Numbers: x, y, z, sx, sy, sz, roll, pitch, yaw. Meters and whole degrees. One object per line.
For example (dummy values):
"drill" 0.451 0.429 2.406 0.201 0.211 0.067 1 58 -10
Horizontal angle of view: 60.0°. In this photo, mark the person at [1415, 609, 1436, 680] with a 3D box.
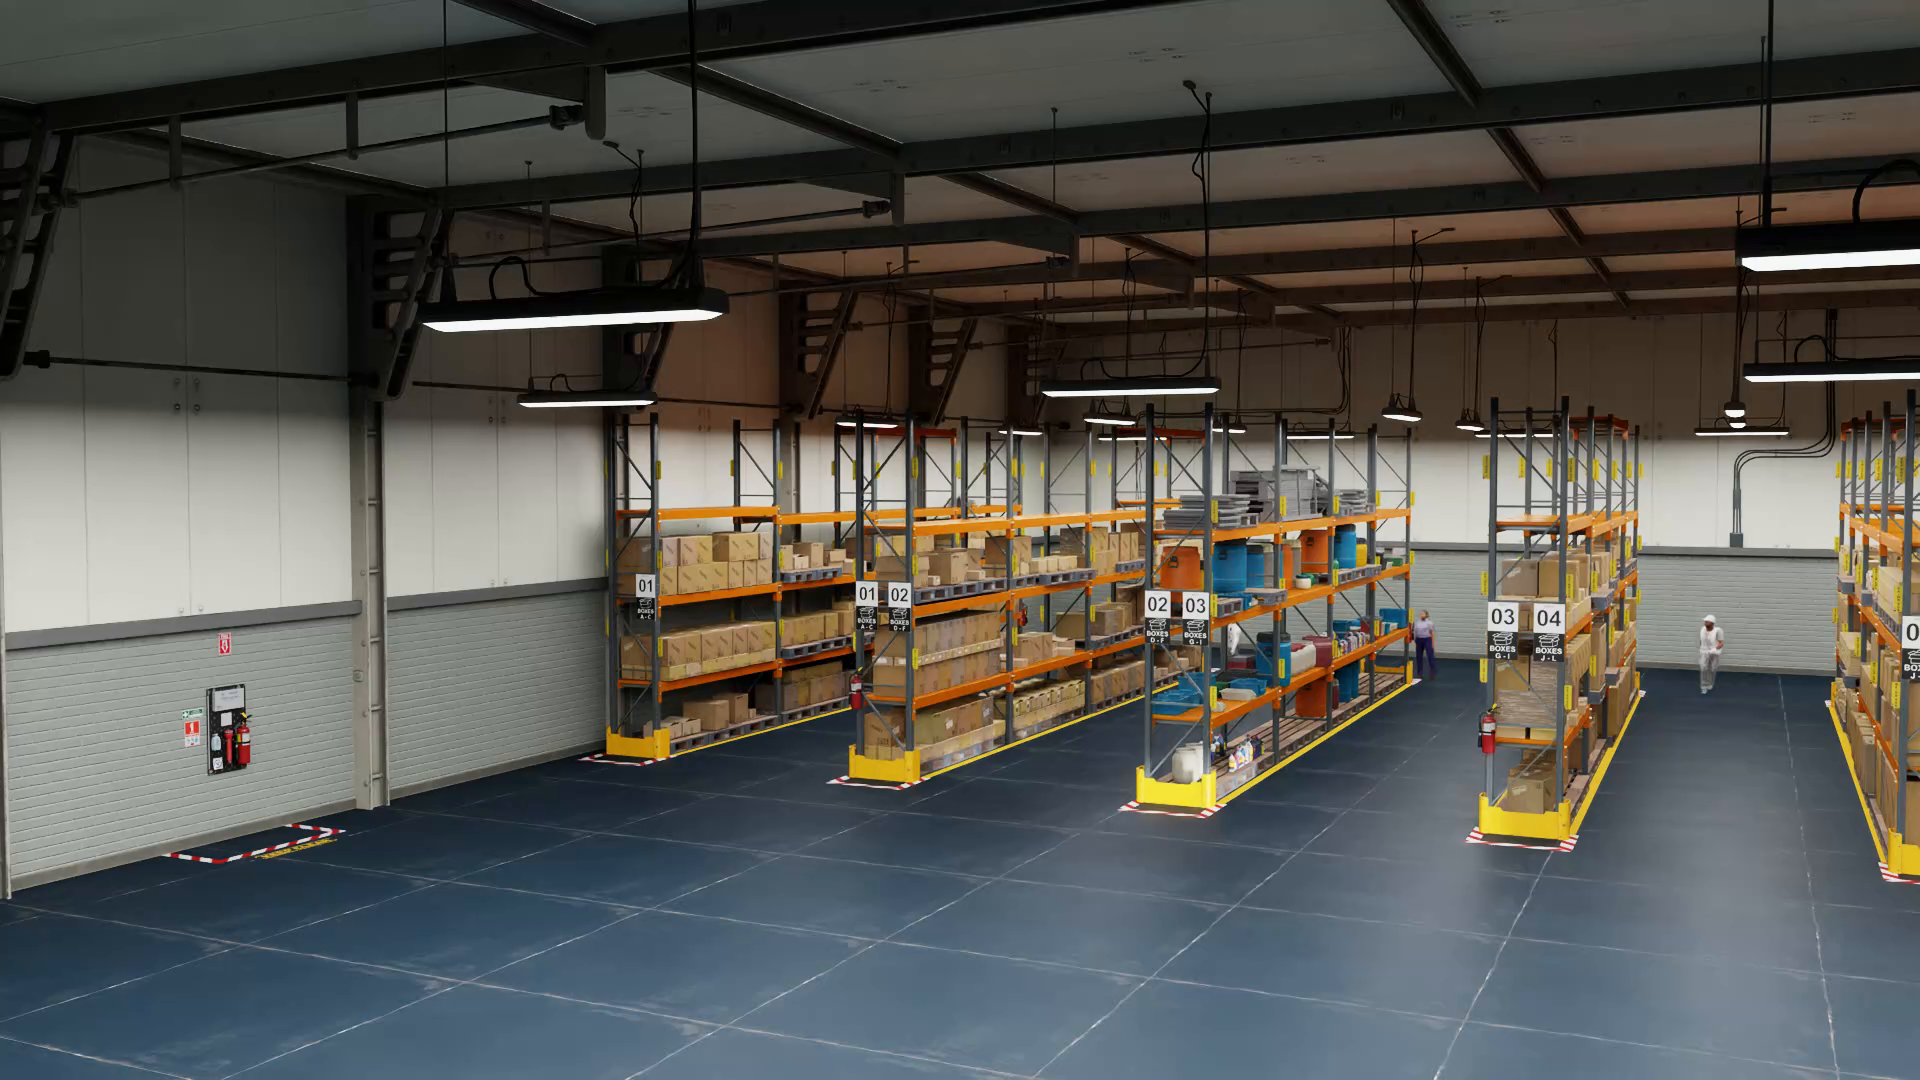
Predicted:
"person" 11.192 2.540 39.983 0.555 1.577 0.387 2 3 34

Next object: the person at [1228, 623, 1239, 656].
"person" 6.285 2.549 38.588 0.476 1.707 0.555 -2 3 -42

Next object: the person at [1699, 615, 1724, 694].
"person" 16.932 2.591 37.465 0.489 1.808 0.885 1 3 24
